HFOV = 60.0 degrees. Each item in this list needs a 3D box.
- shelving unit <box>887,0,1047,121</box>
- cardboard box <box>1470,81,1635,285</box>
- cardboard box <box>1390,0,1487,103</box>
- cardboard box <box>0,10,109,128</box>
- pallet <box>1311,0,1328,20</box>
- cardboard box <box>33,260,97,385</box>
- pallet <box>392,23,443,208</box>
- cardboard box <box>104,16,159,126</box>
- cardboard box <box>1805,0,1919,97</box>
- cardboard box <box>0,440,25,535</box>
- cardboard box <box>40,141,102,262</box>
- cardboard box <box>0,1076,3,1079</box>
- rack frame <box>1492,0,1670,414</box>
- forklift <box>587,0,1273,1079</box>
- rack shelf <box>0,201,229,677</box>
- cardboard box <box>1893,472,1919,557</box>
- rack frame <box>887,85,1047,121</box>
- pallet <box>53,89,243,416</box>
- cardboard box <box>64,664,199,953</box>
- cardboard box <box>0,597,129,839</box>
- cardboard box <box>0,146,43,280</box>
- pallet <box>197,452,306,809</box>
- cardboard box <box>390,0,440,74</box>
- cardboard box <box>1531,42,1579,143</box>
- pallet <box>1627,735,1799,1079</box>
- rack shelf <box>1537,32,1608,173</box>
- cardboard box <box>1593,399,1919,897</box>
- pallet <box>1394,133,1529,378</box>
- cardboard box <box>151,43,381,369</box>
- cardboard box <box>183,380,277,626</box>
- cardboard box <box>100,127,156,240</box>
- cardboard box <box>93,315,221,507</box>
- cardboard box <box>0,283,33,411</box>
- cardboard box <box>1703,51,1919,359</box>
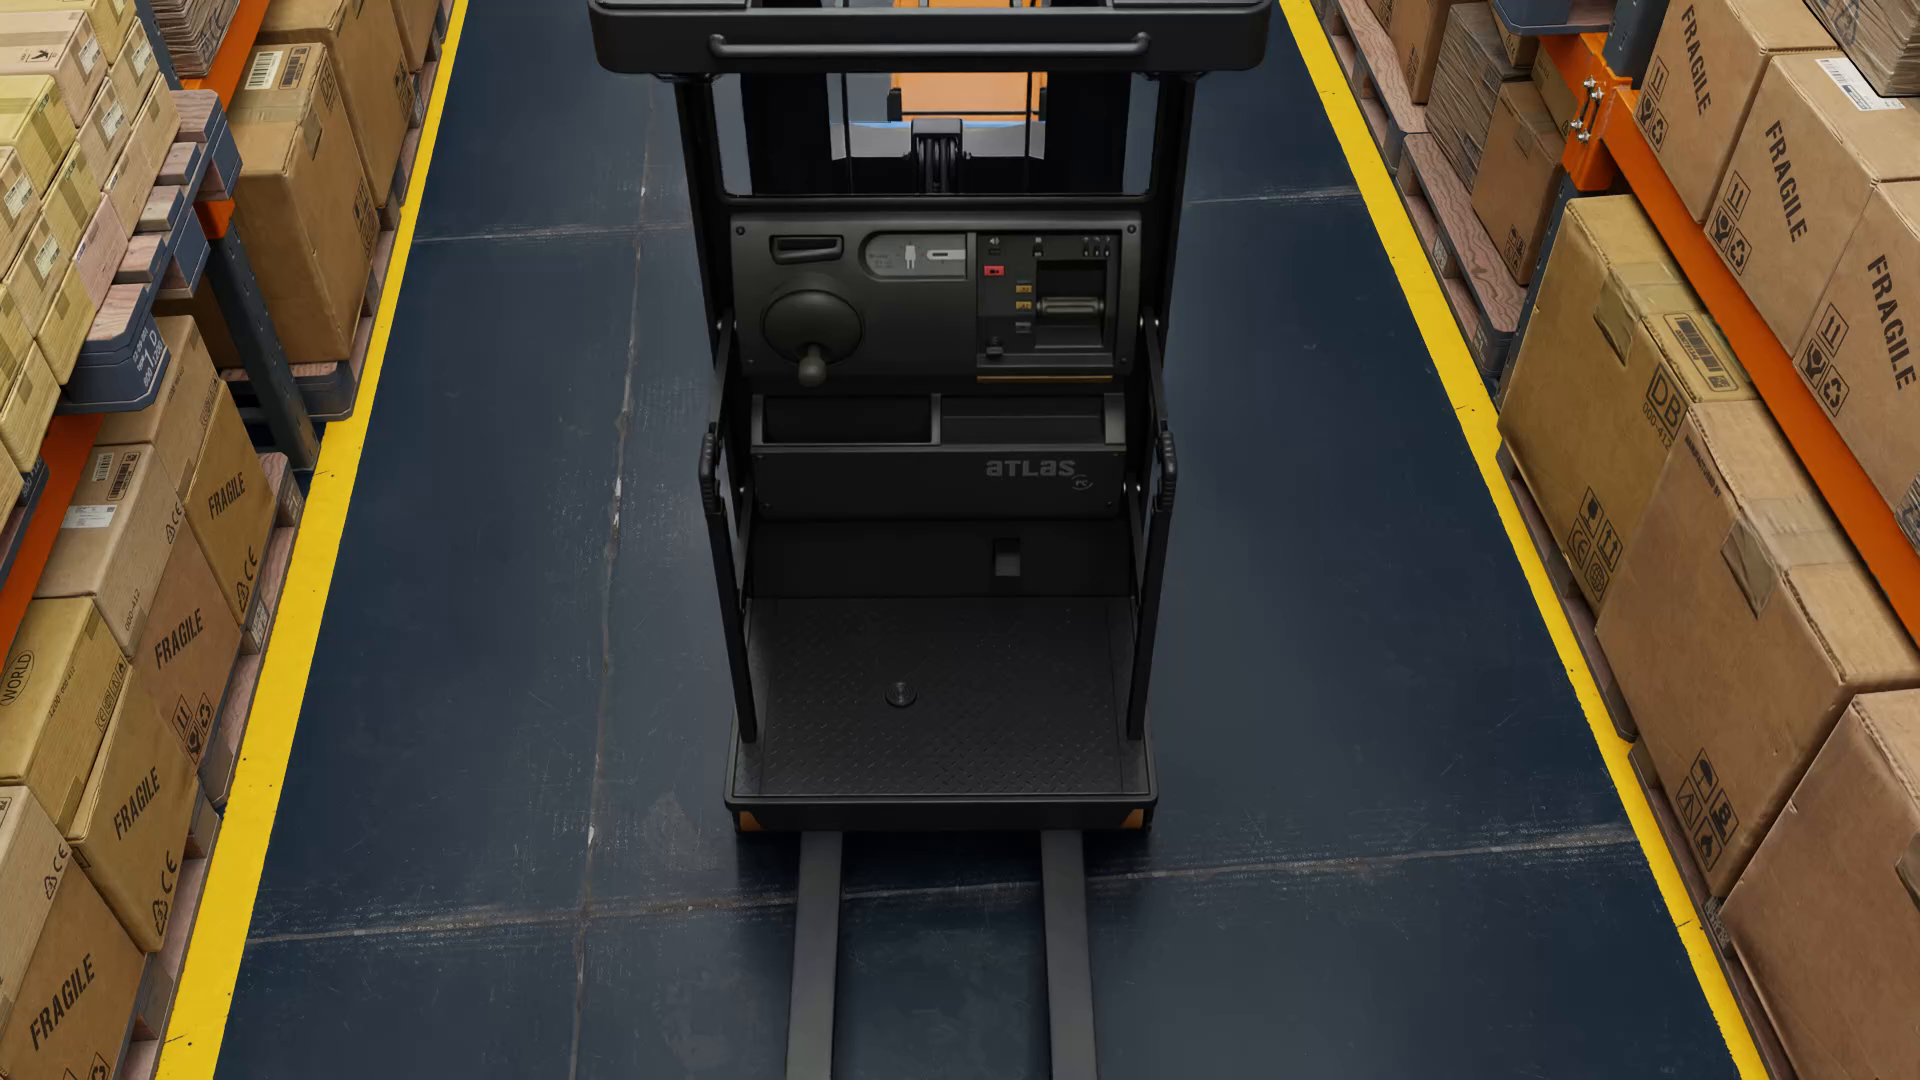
[{"bbox_3d":[0.028,-1.335,5.739,0.538,1.125,1.048,0,47,0],"label":"shelving unit"},{"bbox_3d":[2.253,-1.269,5.804,0.700,0.500,0.500,-6,47,-5],"label":"cardboard box"},{"bbox_3d":[2.140,-2.079,6.572,0.700,0.500,0.500,0,47,0],"label":"cardboard box"},{"bbox_3d":[-2.105,-1.019,3.623,0.380,0.149,0.250,-4,47,-4],"label":"cardboard box"},{"bbox_3d":[2.061,-2.865,7.818,1.003,0.211,1.213,-3,47,-3],"label":"pallet"},{"bbox_3d":[-2.064,-0.448,3.492,0.380,0.149,0.250,-4,47,-4],"label":"cardboard box"},{"bbox_3d":[-2.712,-1.762,6.773,1.003,0.211,1.213,-3,47,-3],"label":"pallet"},{"bbox_3d":[-2.127,-1.096,3.901,0.380,0.149,0.250,-3,47,-2],"label":"cardboard box"},{"bbox_3d":[2.374,-1.343,3.696,0.797,0.503,0.637,-2,47,-2],"label":"cardboard box"},{"bbox_3d":[-2.020,-0.066,3.130,0.380,0.149,0.250,-2,47,-2],"label":"cardboard box"},{"bbox_3d":[-2.078,-0.712,3.538,0.380,0.149,0.250,-2,47,-2],"label":"cardboard box"},{"bbox_3d":[-2.130,1.411,3.280,0.500,0.500,0.500,-2,47,-1],"label":"cardboard box"},{"bbox_3d":[2.329,-1.494,4.599,1.000,3.000,0.127,-3,47,-3],"label":"rack frame"},{"bbox_3d":[-0.050,-0.455,3.662,1.130,2.935,3.031,0,47,0],"label":"forklift"},{"bbox_3d":[-2.454,0.429,3.273,1.077,0.370,4.000,-3,47,-3],"label":"rack shelf"},{"bbox_3d":[2.231,-0.054,3.167,0.500,0.500,0.500,-3,47,-3],"label":"cardboard box"},{"bbox_3d":[0.031,-0.966,5.390,0.500,1.125,0.032,0,47,0],"label":"rack frame"},{"bbox_3d":[-2.456,-0.690,3.970,1.213,0.211,1.003,-3,47,-3],"label":"pallet"},{"bbox_3d":[-2.206,0.668,3.984,0.500,0.500,0.500,-5,47,-5],"label":"cardboard box"},{"bbox_3d":[-2.223,0.404,3.717,0.500,0.250,0.500,-2,47,-2],"label":"cardboard box"},{"bbox_3d":[-2.057,-0.637,3.261,0.380,0.149,0.250,-2,47,-2],"label":"cardboard box"},{"bbox_3d":[-2.558,0.259,4.859,1.003,0.211,1.213,-3,47,-3],"label":"pallet"},{"bbox_3d":[-2.738,-2.388,6.706,1.050,0.750,0.750,-3,47,-3],"label":"cardboard box"},{"bbox_3d":[2.243,-1.526,5.531,0.500,0.250,0.500,-2,47,-2],"label":"cardboard box"},{"bbox_3d":[2.419,0.921,4.232,1.003,0.211,1.213,-3,47,-3],"label":"pallet"},{"bbox_3d":[2.162,-2.693,6.230,1.077,0.370,4.000,-3,47,-3],"label":"rack shelf"},{"bbox_3d":[2.433,0.239,4.132,1.225,0.875,0.875,-3,47,-3],"label":"cardboard box"},{"bbox_3d":[2.265,-1.100,6.147,1.003,0.211,1.213,-3,47,-3],"label":"pallet"},{"bbox_3d":[-2.583,-1.082,5.469,1.050,0.750,0.750,-4,47,-4],"label":"cardboard box"},{"bbox_3d":[-2.306,-0.090,4.701,0.500,0.500,0.500,-4,47,-3],"label":"cardboard box"},{"bbox_3d":[-2.103,-0.814,3.839,0.380,0.149,0.250,-4,47,-3],"label":"cardboard box"},{"bbox_3d":[-2.303,-0.329,4.412,0.500,0.250,0.500,-4,47,-4],"label":"cardboard box"},{"bbox_3d":[-2.039,-0.351,3.196,0.380,0.149,0.250,-4,47,-4],"label":"cardboard box"},{"bbox_3d":[2.144,-0.787,3.860,0.500,0.500,0.500,-5,47,-4],"label":"cardboard box"}]
